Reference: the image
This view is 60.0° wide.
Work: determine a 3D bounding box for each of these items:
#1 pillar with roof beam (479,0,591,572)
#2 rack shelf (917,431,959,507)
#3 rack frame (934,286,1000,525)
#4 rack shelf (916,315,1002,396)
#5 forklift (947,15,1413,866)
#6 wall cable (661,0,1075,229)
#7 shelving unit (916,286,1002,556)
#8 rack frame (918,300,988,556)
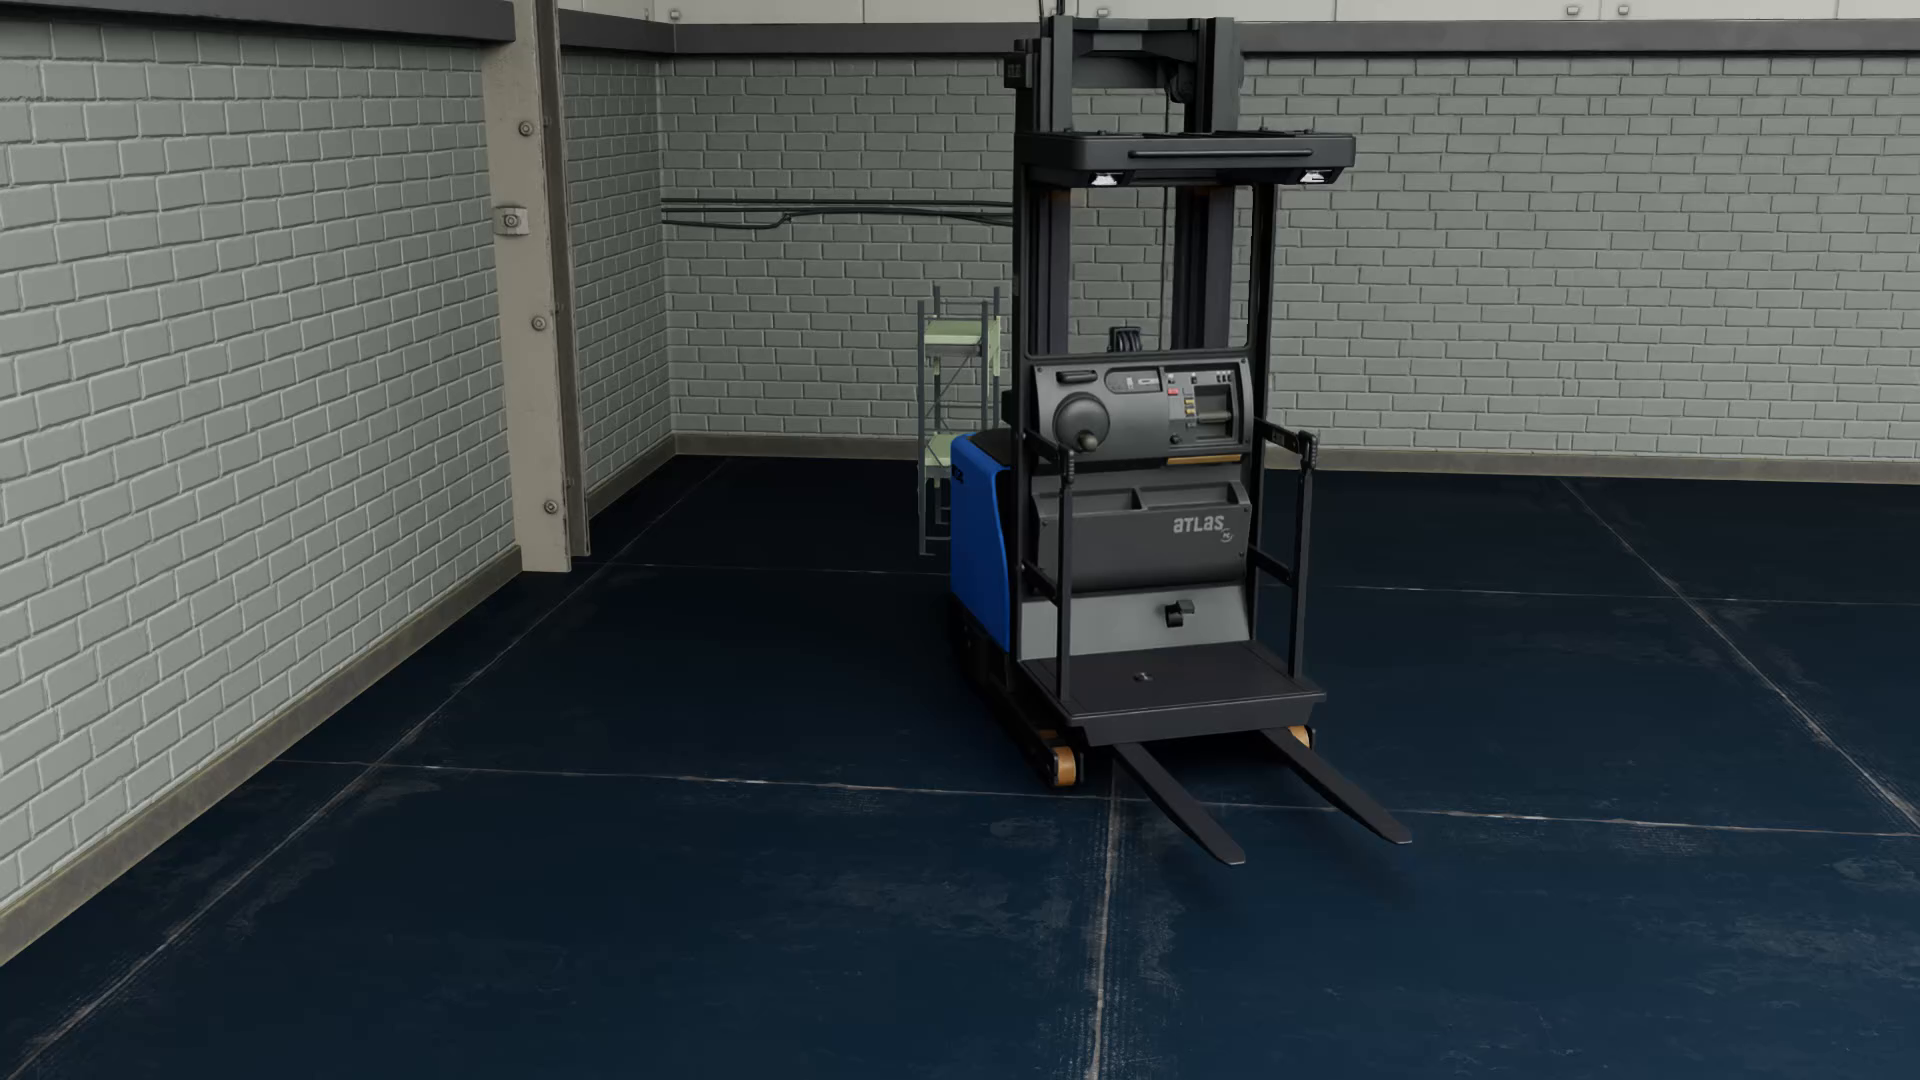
[{"bbox_3d":[1.914,-4.089,8.046,9.100,9.000,0.400,2,15,6],"label":"pillar with roof beam"},{"bbox_3d":[0.001,-0.411,10.058,0.431,0.370,0.720,2,15,6],"label":"rack shelf"},{"bbox_3d":[0.042,-0.821,10.324,0.400,1.500,0.023,2,15,6],"label":"rack frame"},{"bbox_3d":[0.001,-1.102,9.871,0.431,0.370,0.720,2,15,6],"label":"rack shelf"},{"bbox_3d":[0.810,-0.549,6.578,1.130,2.935,3.031,-4,16,-14],"label":"forklift"},{"bbox_3d":[-0.717,-3.442,11.601,3.097,2.526,0.112,2,15,6],"label":"wall cable"},{"bbox_3d":[0.001,-0.726,9.973,0.431,1.500,0.755,2,15,6],"label":"shelving unit"},{"bbox_3d":[-0.041,-0.631,9.622,0.400,1.500,0.023,2,15,6],"label":"rack frame"}]
